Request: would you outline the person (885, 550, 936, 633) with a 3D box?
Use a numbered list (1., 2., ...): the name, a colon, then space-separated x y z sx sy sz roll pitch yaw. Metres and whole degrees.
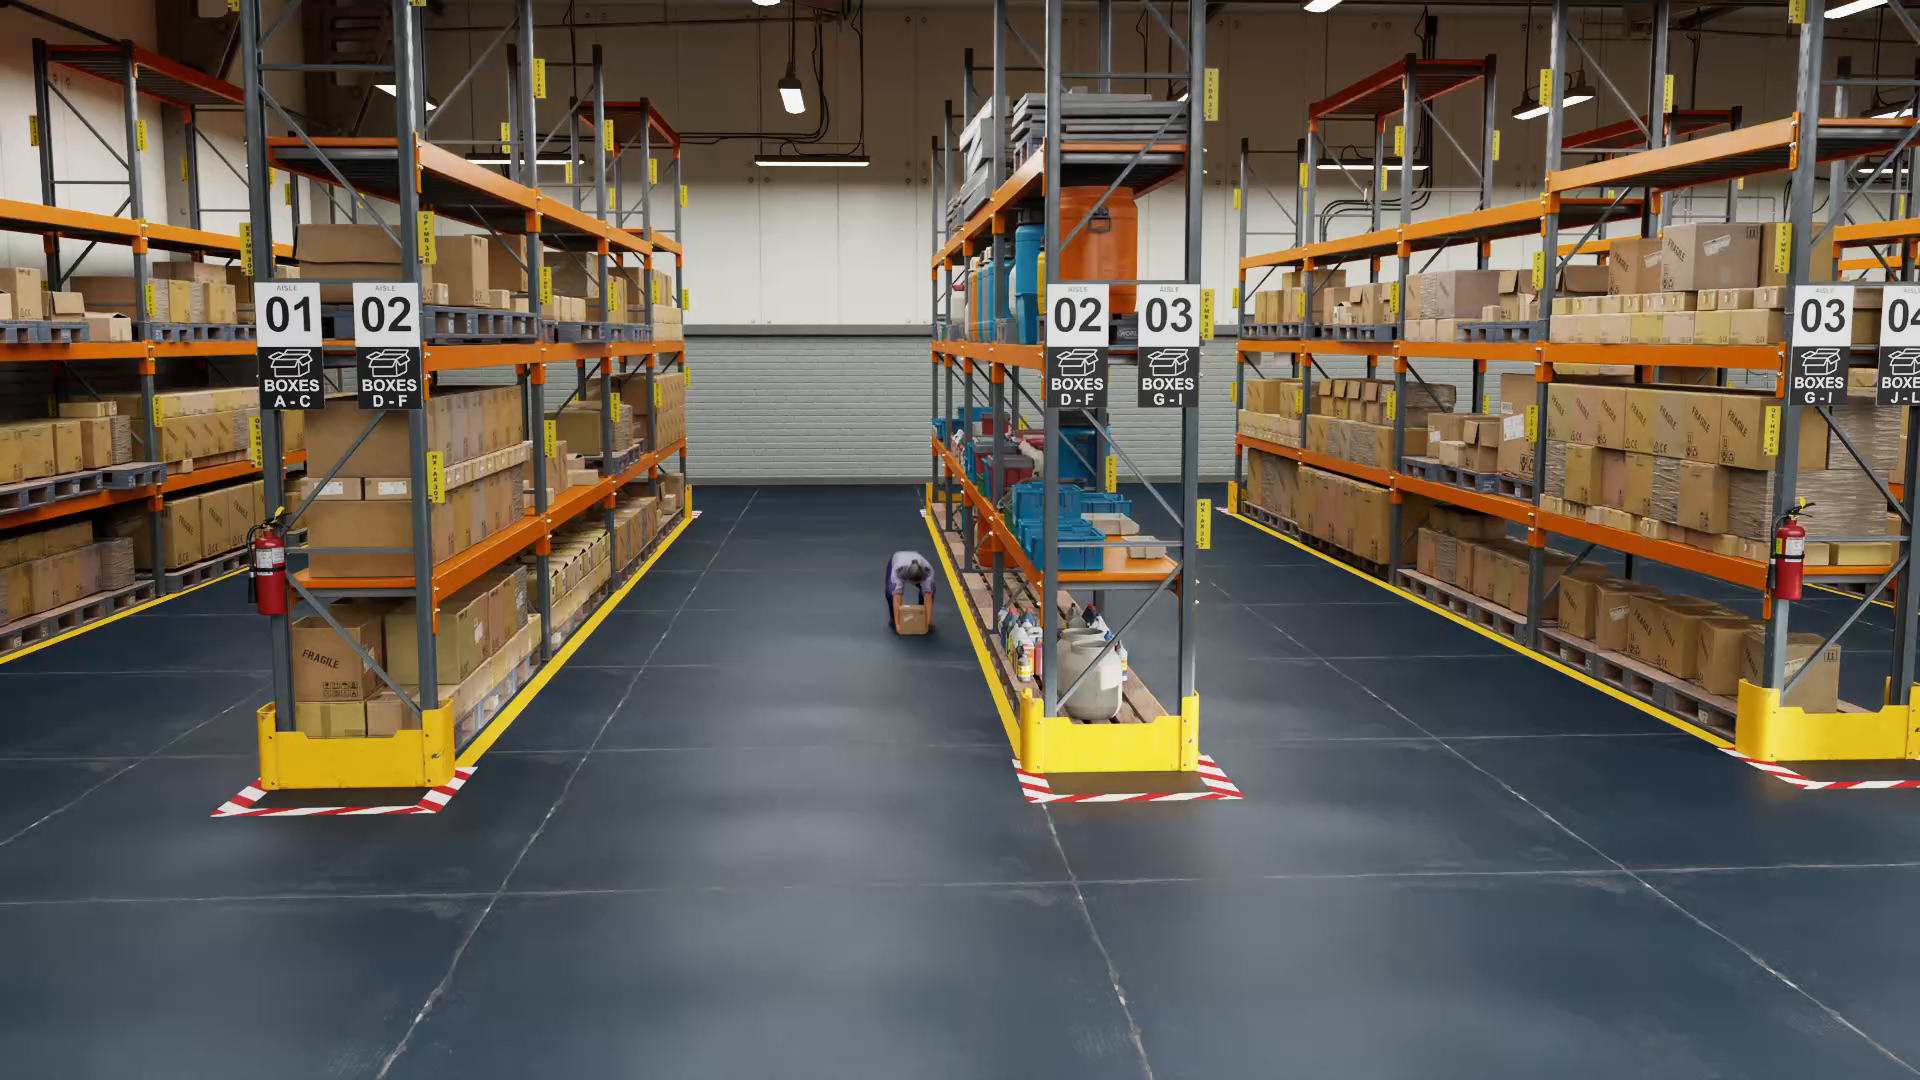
1. person: -0.494 0.516 16.495 0.504 0.733 0.905 -1 7 -6
